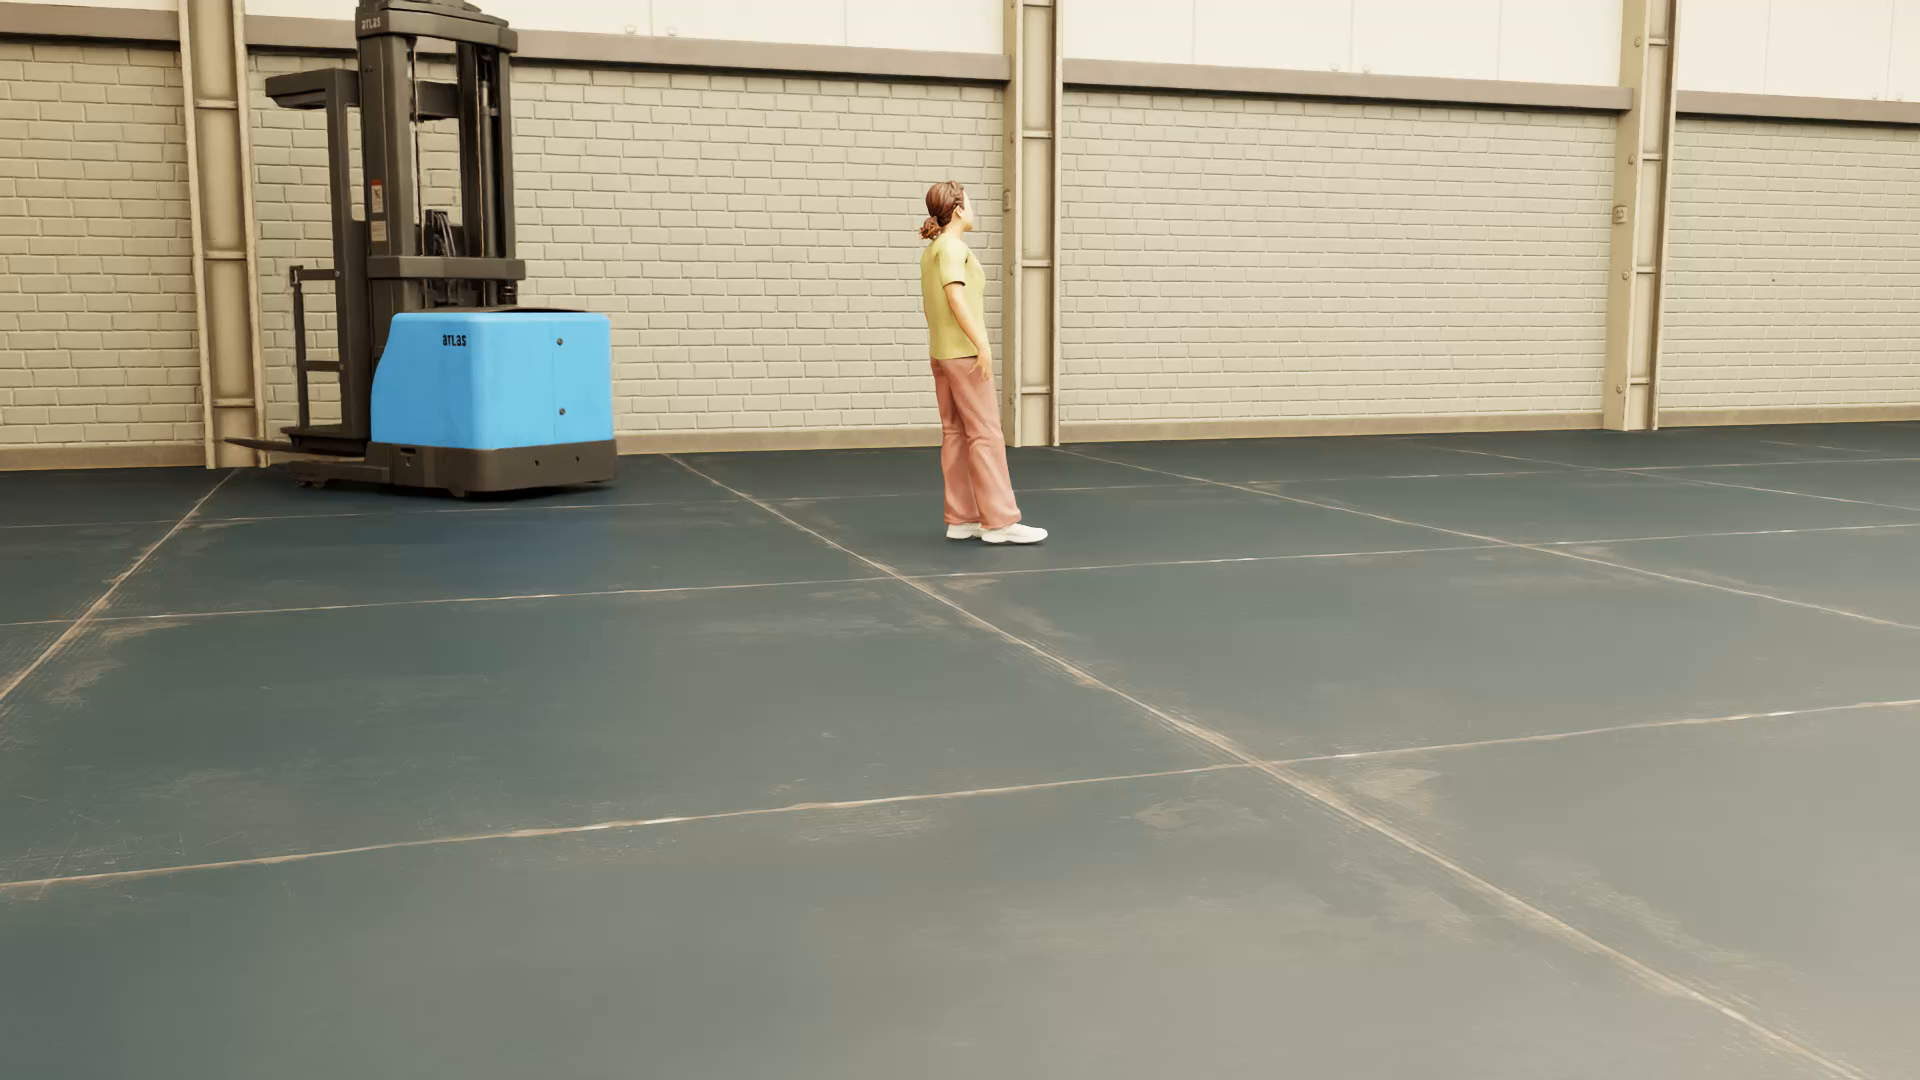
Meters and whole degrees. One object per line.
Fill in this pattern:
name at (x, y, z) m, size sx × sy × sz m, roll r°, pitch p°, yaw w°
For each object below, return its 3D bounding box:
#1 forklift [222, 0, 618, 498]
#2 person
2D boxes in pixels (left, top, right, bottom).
forklift at (-3.580, -1.825, 10.465) m, size 3.031 × 2.935 × 1.130 m, roll 6°, pitch 10°, yaw 36°
person at (0.074, -0.839, 7.822) m, size 0.548 × 1.673 × 0.553 m, roll -3°, pitch 8°, yaw -18°
